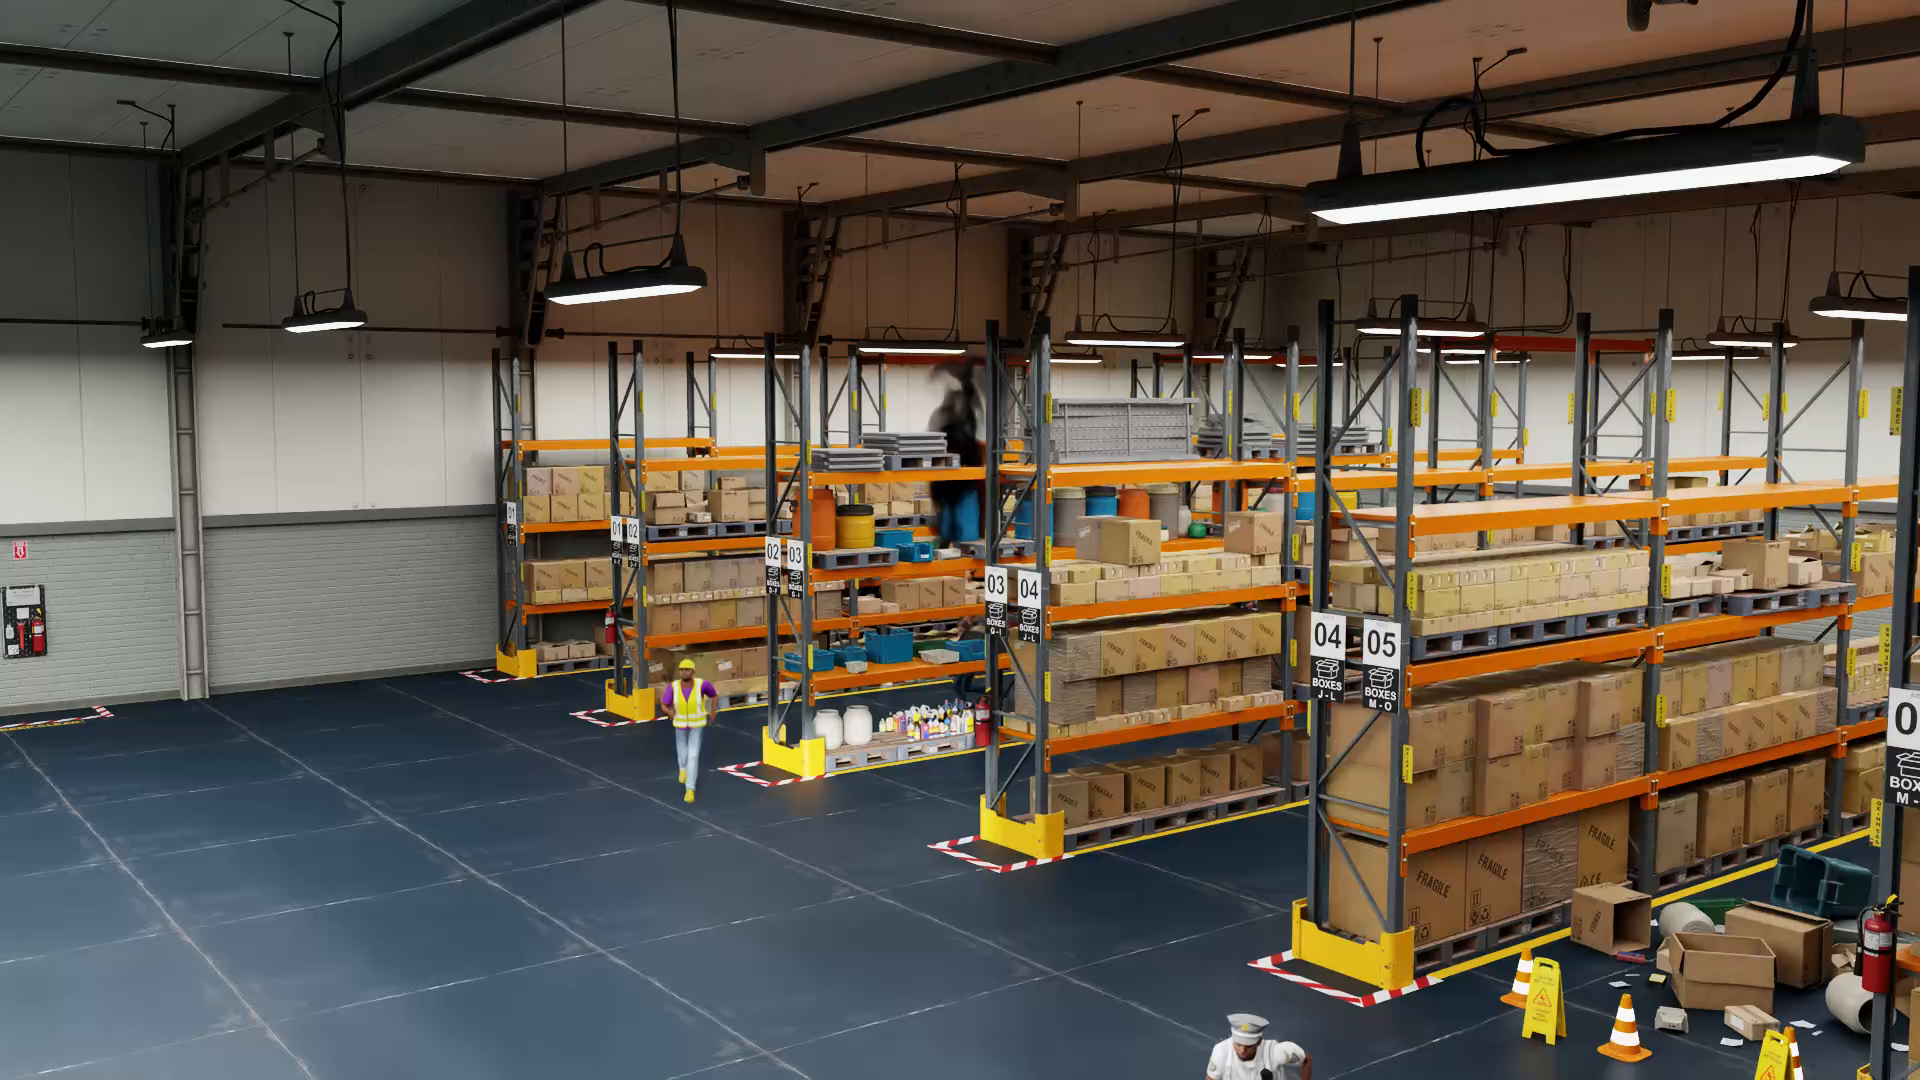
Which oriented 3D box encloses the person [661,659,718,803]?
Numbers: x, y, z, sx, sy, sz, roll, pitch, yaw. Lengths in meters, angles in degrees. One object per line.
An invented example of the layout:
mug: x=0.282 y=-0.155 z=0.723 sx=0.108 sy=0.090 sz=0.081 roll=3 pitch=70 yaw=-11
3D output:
person: x=-3.479 y=2.403 z=21.421 sx=0.710 sy=1.772 sz=0.978 roll=0 pitch=5 yaw=0

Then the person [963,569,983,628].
person: x=0.179 y=1.404 z=33.072 sx=0.570 sy=1.688 sz=0.904 roll=5 pitch=7 yaw=42

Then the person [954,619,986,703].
person: x=0.161 y=2.041 z=26.878 sx=0.681 sy=1.561 sz=0.525 roll=-4 pitch=7 yaw=-41

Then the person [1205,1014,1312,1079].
person: x=1.812 y=3.526 z=10.021 sx=0.617 sy=1.625 sz=0.986 roll=2 pitch=5 yaw=20
